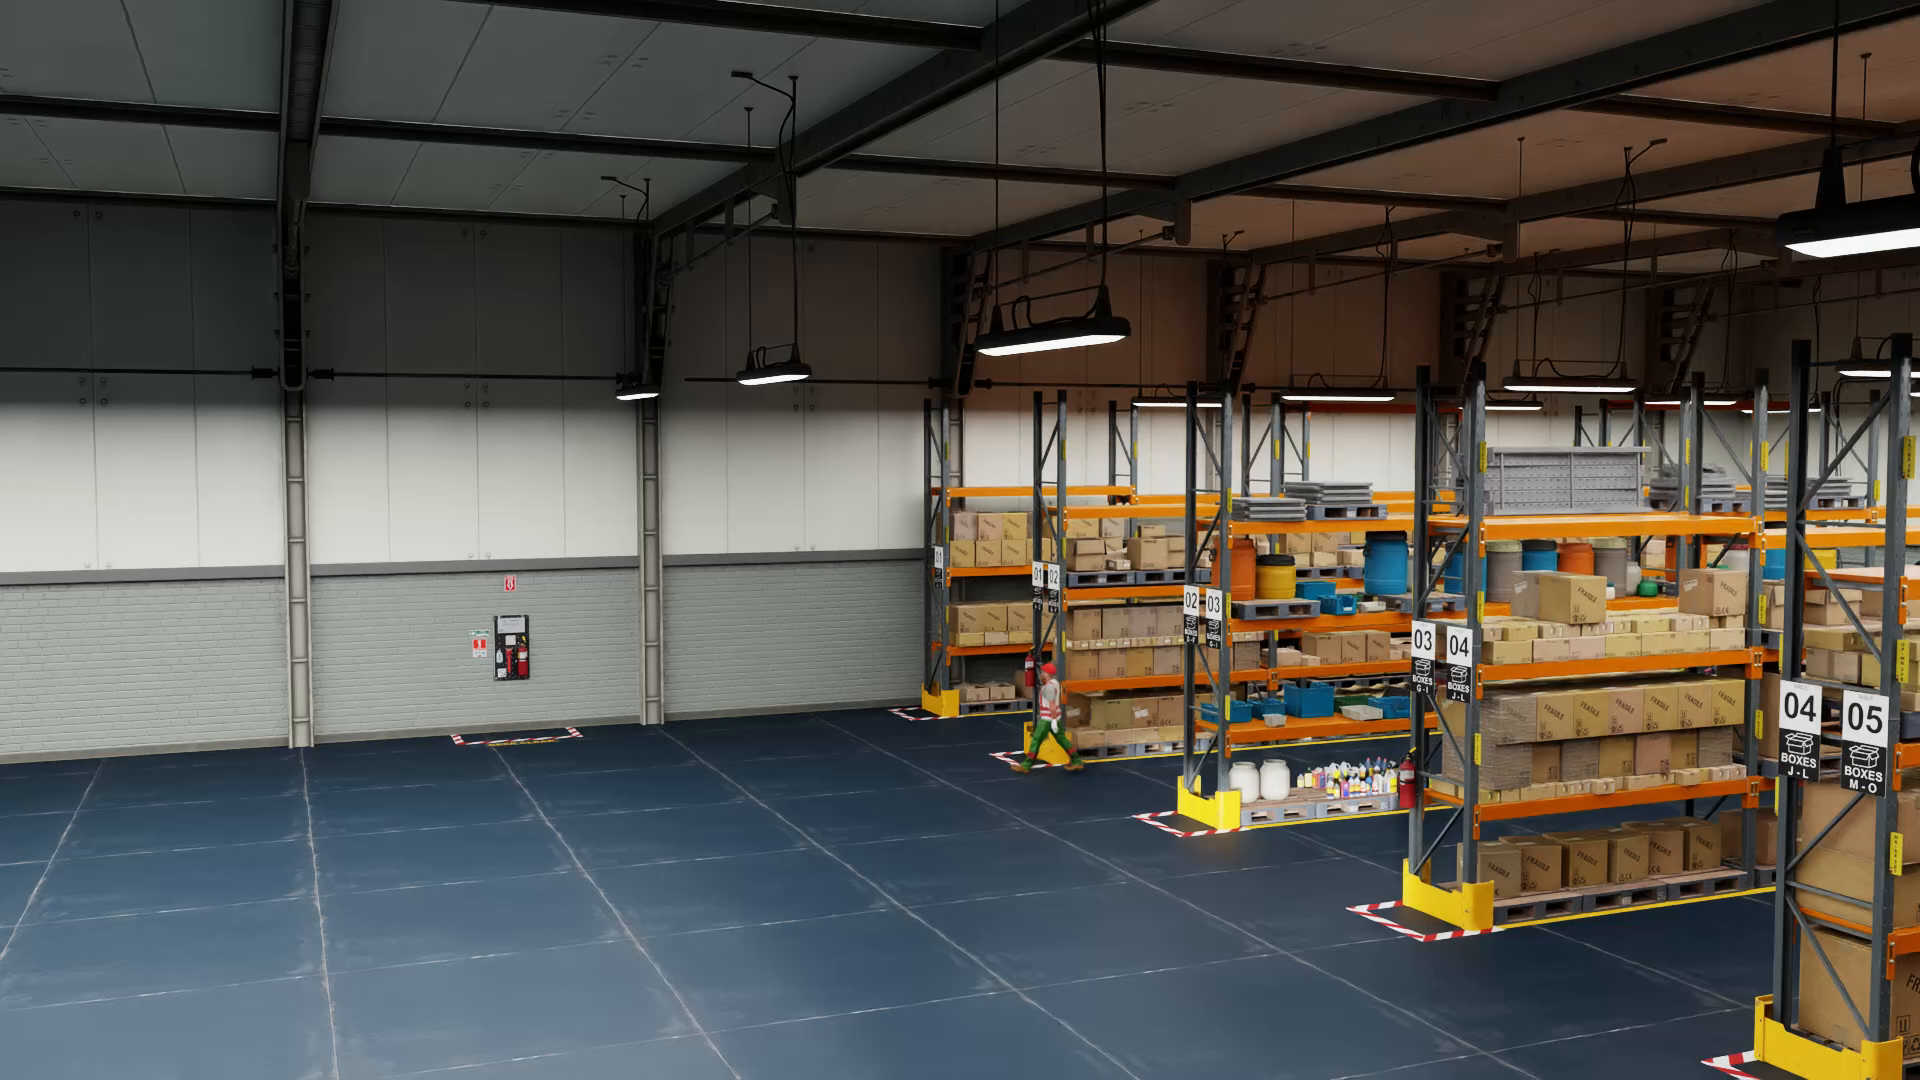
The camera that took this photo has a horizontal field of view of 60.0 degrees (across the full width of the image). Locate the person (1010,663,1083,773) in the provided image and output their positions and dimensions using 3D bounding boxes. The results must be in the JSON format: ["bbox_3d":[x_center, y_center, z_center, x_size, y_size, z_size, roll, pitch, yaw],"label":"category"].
[{"bbox_3d":[1.359,2.766,25.882,1.120,1.729,0.645,1,3,10],"label":"person"}]
